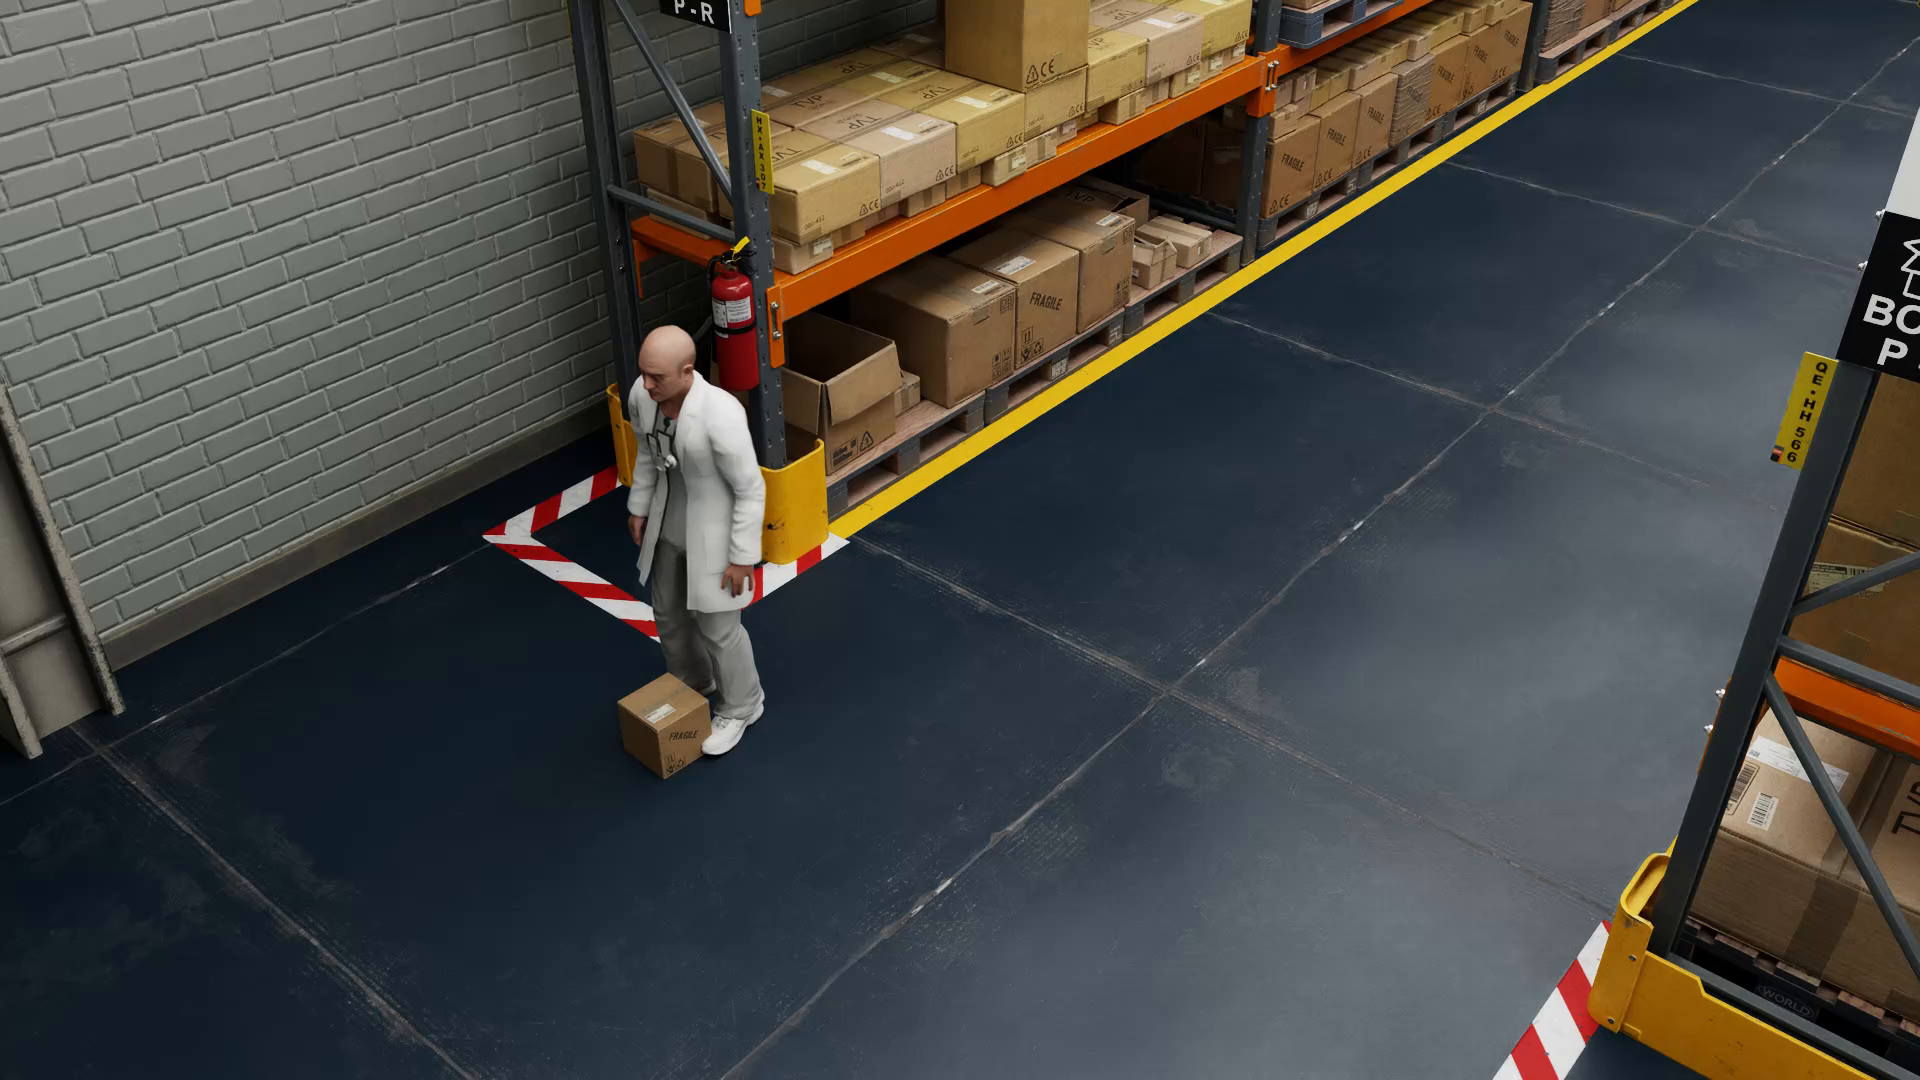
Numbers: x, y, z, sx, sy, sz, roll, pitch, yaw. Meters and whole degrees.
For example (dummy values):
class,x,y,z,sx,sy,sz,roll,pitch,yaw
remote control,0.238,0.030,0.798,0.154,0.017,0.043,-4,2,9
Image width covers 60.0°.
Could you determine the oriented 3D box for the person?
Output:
class,x,y,z,sx,sy,sz,roll,pitch,yaw
person,-0.982,-0.017,6.183,0.652,1.774,0.416,25,41,31
